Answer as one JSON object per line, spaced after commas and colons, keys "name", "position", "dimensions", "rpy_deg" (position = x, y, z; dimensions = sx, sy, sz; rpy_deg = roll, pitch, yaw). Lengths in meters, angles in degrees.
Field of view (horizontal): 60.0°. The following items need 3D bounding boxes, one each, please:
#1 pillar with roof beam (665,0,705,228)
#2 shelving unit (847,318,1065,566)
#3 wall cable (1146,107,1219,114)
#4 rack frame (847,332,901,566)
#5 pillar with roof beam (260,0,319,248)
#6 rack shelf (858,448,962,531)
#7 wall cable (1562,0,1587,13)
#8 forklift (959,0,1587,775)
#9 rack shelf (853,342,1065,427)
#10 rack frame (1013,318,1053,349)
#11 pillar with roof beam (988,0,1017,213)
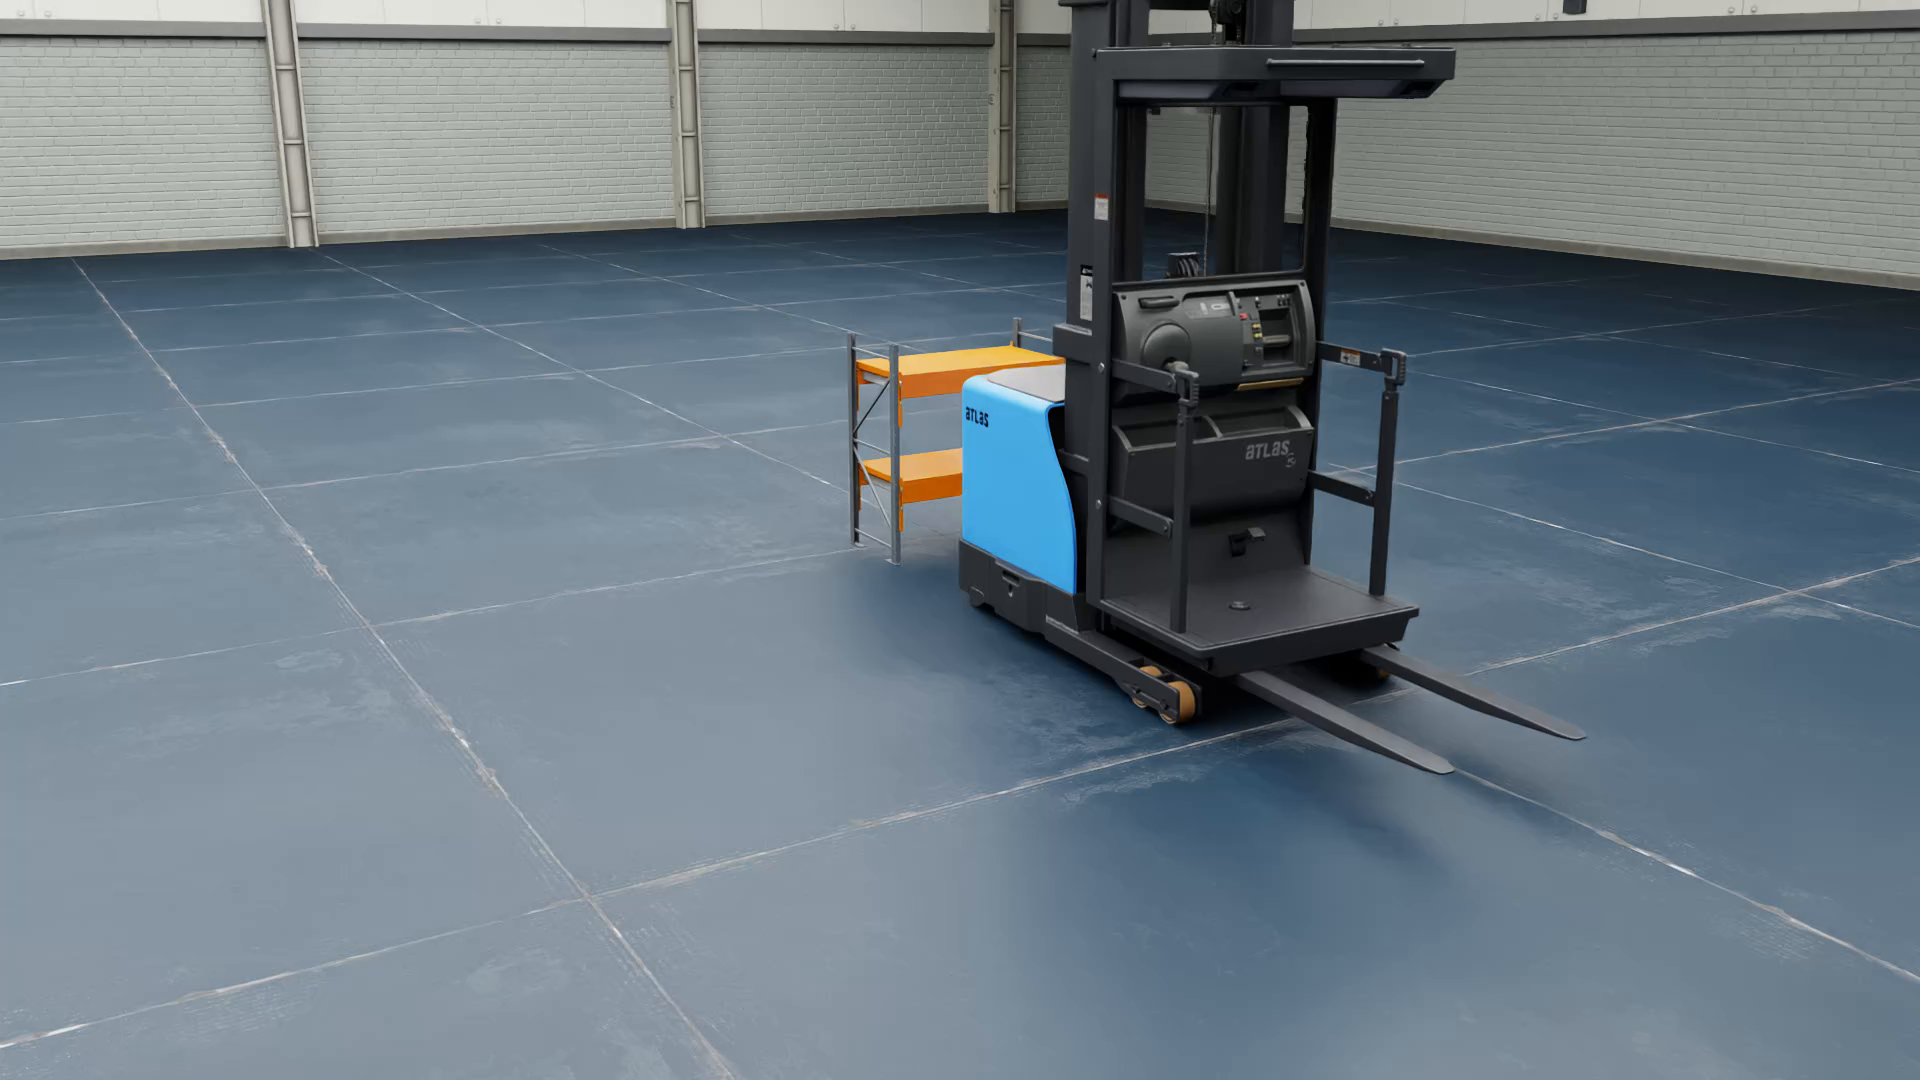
{"name": "pillar with roof beam", "position": [-2.173, -8.435, 22.330], "dimensions": [0.400, 9.000, 9.100], "rpy_deg": [-9, 18, -30]}
{"name": "shelving unit", "position": [-0.006, -0.541, 8.755], "dimensions": [1.048, 1.125, 0.538], "rpy_deg": [-9, 18, -30]}
{"name": "wall cable", "position": [3.959, -8.874, 29.647], "dimensions": [0.112, 2.526, 3.097], "rpy_deg": [-9, 18, -30]}
{"name": "rack frame", "position": [-0.442, -0.470, 8.503], "dimensions": [0.032, 1.125, 0.500], "rpy_deg": [-9, 18, -30]}
{"name": "pillar with roof beam", "position": [-7.316, -7.601, 19.355], "dimensions": [0.400, 9.000, 9.100], "rpy_deg": [-9, 18, -30]}
{"name": "rack shelf", "position": [-0.006, -0.305, 8.821], "dimensions": [1.000, 0.278, 0.538], "rpy_deg": [-9, 18, -30]}
{"name": "wall cable", "position": [8.835, -9.808, 20.926], "dimensions": [0.169, 6.003, 2.305], "rpy_deg": [-9, 18, -30]}
{"name": "forklift", "position": [1.137, -0.842, 6.482], "dimensions": [1.130, 2.935, 3.031], "rpy_deg": [-8, 18, -27]}
{"name": "rack shelf", "position": [-0.006, -0.823, 8.676], "dimensions": [1.000, 0.278, 0.538], "rpy_deg": [-9, 18, -30]}
{"name": "rack frame", "position": [0.430, -0.611, 9.007], "dimensions": [0.032, 1.125, 0.500], "rpy_deg": [-9, 18, -30]}
{"name": "pillar with roof beam", "position": [2.970, -9.269, 25.305], "dimensions": [0.400, 9.000, 9.100], "rpy_deg": [-9, 18, -30]}
